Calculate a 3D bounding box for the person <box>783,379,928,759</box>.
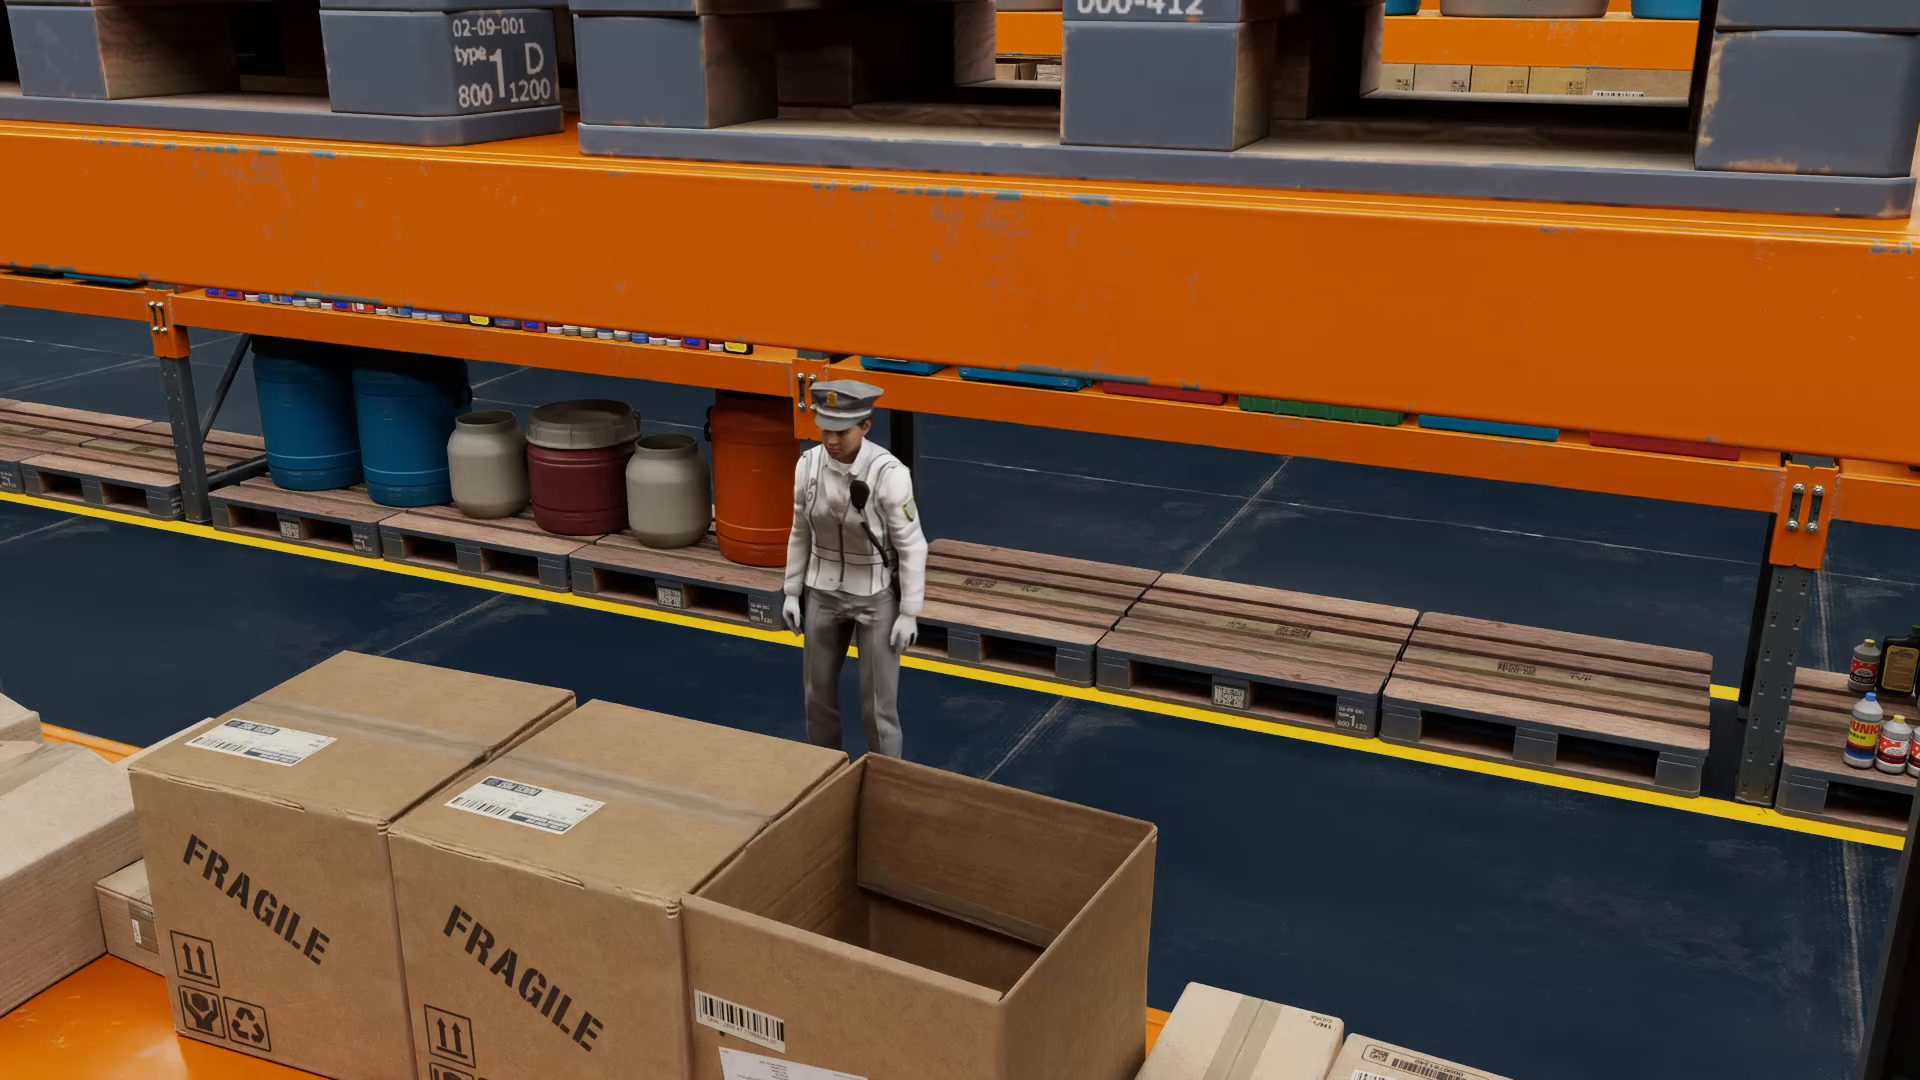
[{"bbox_3d":[-0.379,0.234,5.888,0.535,1.663,0.379,8,21,22],"label":"person"}]
